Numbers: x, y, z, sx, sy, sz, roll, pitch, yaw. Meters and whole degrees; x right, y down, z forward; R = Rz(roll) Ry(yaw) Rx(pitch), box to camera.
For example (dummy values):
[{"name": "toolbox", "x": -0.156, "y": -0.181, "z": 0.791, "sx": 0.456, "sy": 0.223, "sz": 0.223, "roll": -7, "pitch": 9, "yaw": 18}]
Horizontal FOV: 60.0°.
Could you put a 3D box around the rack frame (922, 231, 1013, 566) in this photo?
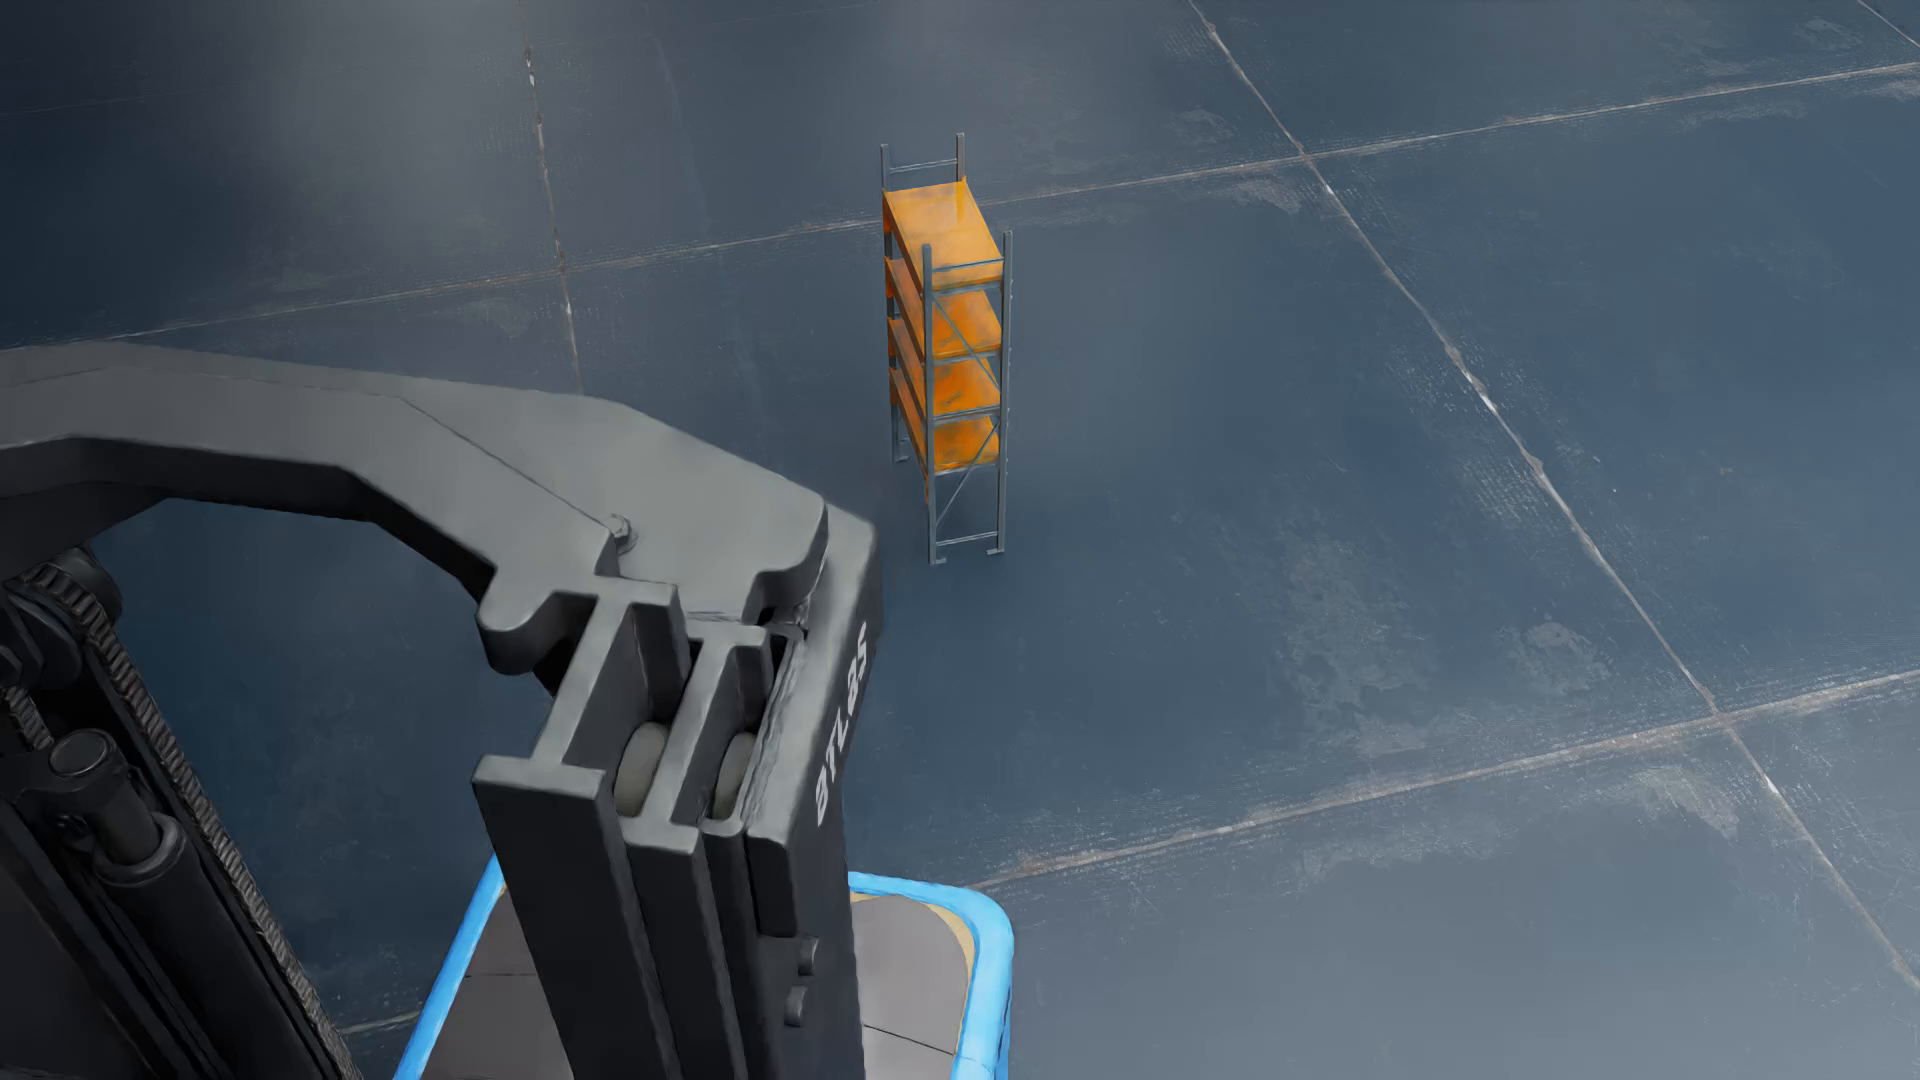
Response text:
[{"name": "rack frame", "x": 0.020, "y": -0.366, "z": 4.768, "sx": 0.240, "sy": 1.200, "sz": 0.015, "roll": -11, "pitch": 47, "yaw": -10}]

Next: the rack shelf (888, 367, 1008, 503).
[{"name": "rack shelf", "x": -0.042, "y": -0.348, "z": 5.123, "sx": 0.258, "sy": 0.148, "sz": 0.480, "roll": -11, "pitch": 47, "yaw": -10}]

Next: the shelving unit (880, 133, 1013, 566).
[{"name": "shelving unit", "x": -0.042, "y": -0.534, "z": 4.933, "sx": 0.258, "sy": 1.200, "sz": 0.503, "roll": -11, "pitch": 47, "yaw": -10}]

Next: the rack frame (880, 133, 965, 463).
[{"name": "rack frame", "x": -0.105, "y": -0.703, "z": 5.099, "sx": 0.240, "sy": 1.200, "sz": 0.015, "roll": -11, "pitch": 47, "yaw": -10}]

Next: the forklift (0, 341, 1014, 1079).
[{"name": "forklift", "x": -0.644, "y": 1.368, "z": 1.857, "sx": 1.130, "sy": 2.935, "sz": 3.031, "roll": 7, "pitch": 46, "yaw": 7}]

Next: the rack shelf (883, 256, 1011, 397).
[{"name": "rack shelf", "x": -0.042, "y": -0.644, "z": 4.822, "sx": 0.258, "sy": 0.148, "sz": 0.480, "roll": -11, "pitch": 47, "yaw": -10}]

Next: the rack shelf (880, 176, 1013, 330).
[{"name": "rack shelf", "x": -0.042, "y": -0.809, "z": 4.653, "sx": 0.258, "sy": 0.148, "sz": 0.480, "roll": -11, "pitch": 47, "yaw": -10}]

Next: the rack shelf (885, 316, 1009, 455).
[{"name": "rack shelf", "x": -0.042, "y": -0.487, "z": 4.982, "sx": 0.258, "sy": 0.148, "sz": 0.480, "roll": -11, "pitch": 47, "yaw": -10}]
